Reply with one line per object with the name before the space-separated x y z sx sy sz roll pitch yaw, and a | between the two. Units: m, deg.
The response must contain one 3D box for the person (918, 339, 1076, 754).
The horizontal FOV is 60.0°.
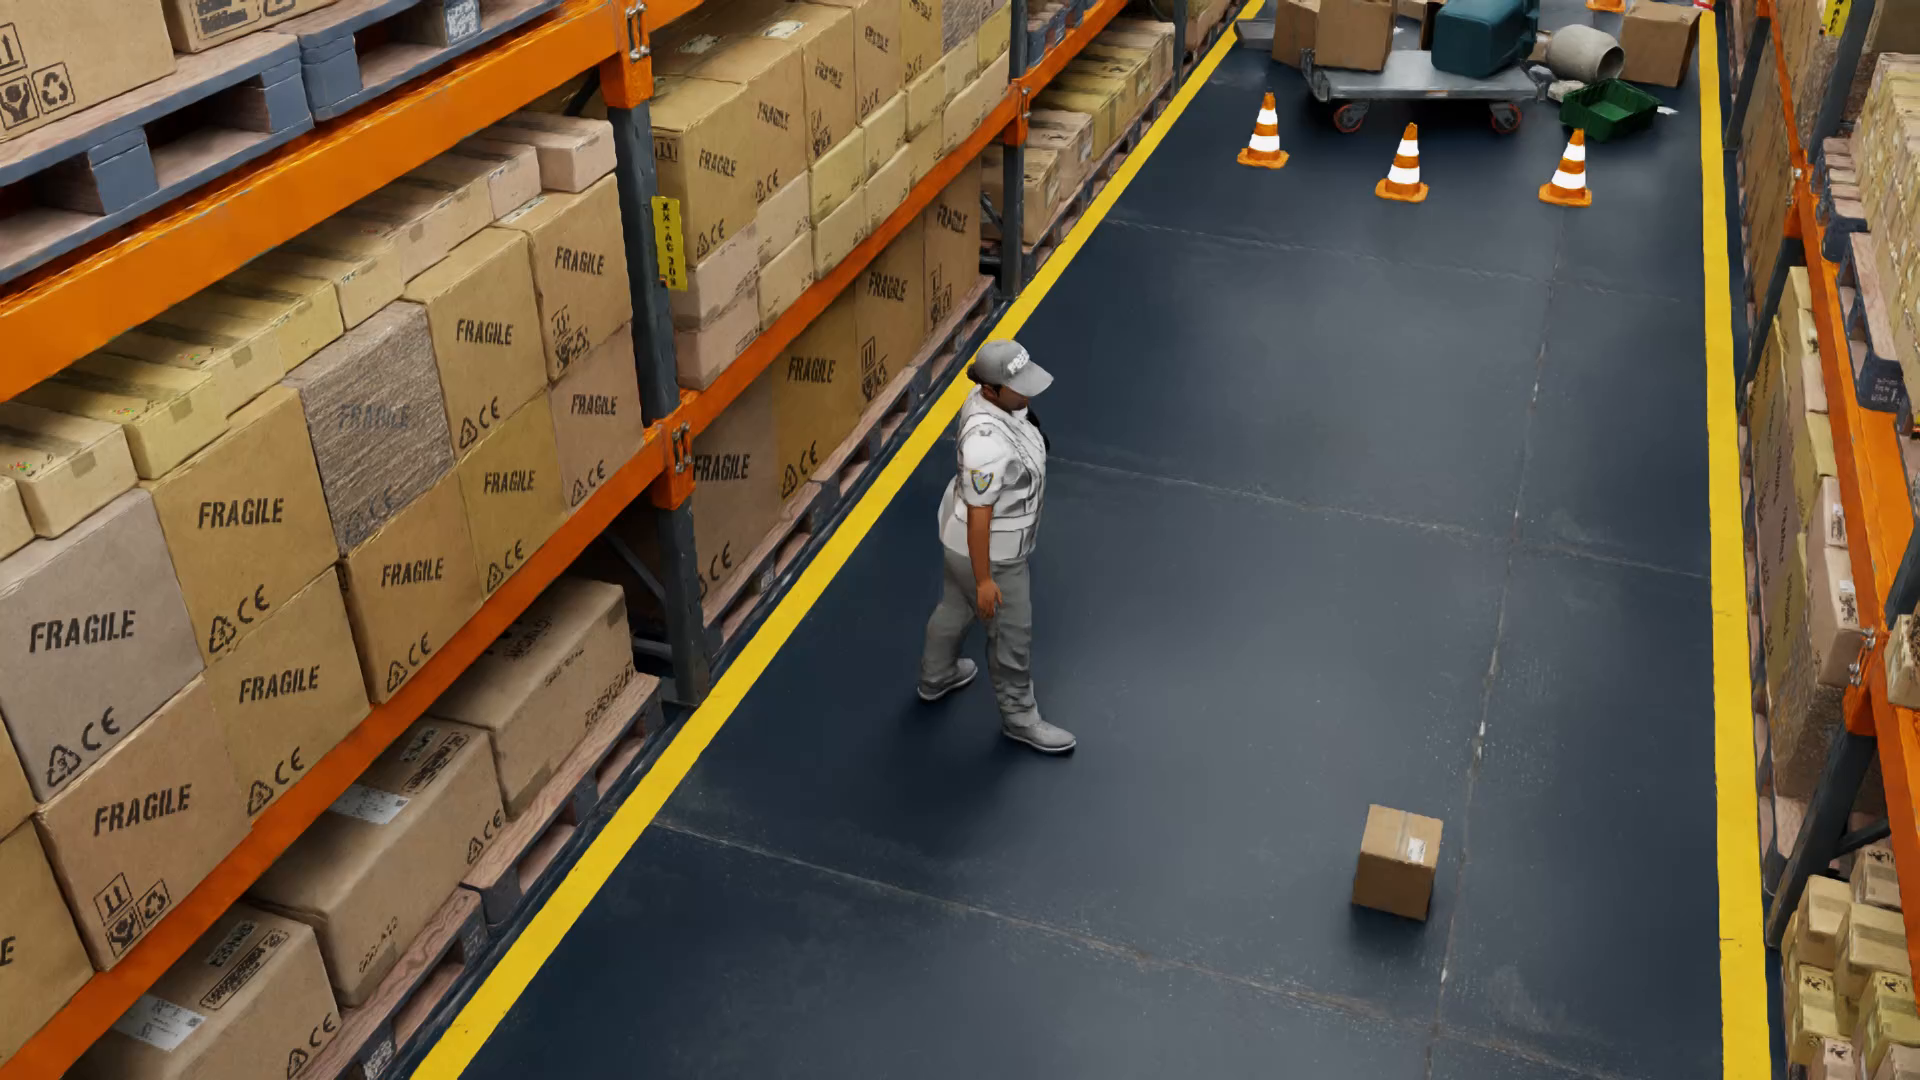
person | 0.139 0.003 6.123 0.616 1.650 0.603 0 33 0
